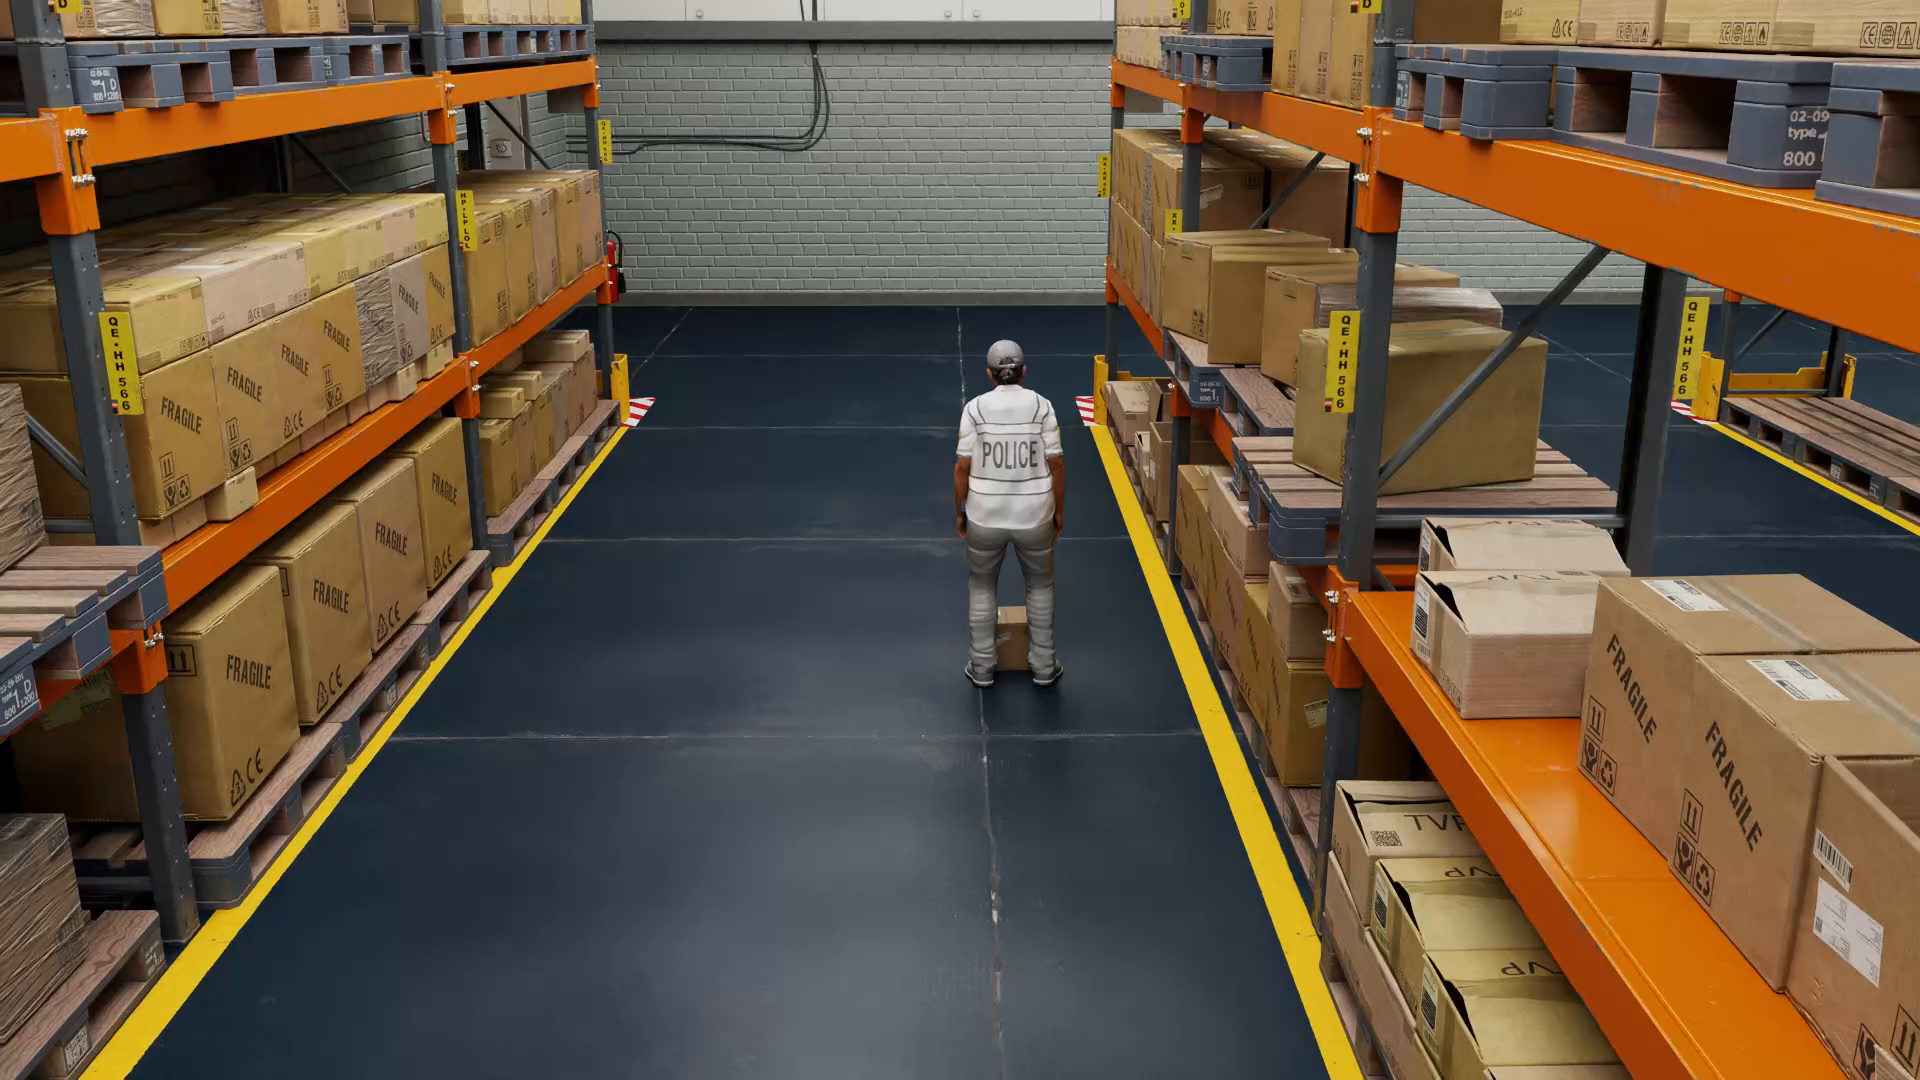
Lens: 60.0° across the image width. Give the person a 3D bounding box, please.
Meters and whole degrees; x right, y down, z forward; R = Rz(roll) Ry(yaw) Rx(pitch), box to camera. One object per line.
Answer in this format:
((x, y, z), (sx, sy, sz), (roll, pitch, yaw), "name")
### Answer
((0.241, -0.116, 7.909), (0.537, 1.665, 0.468), (0, 17, -1), "person")
